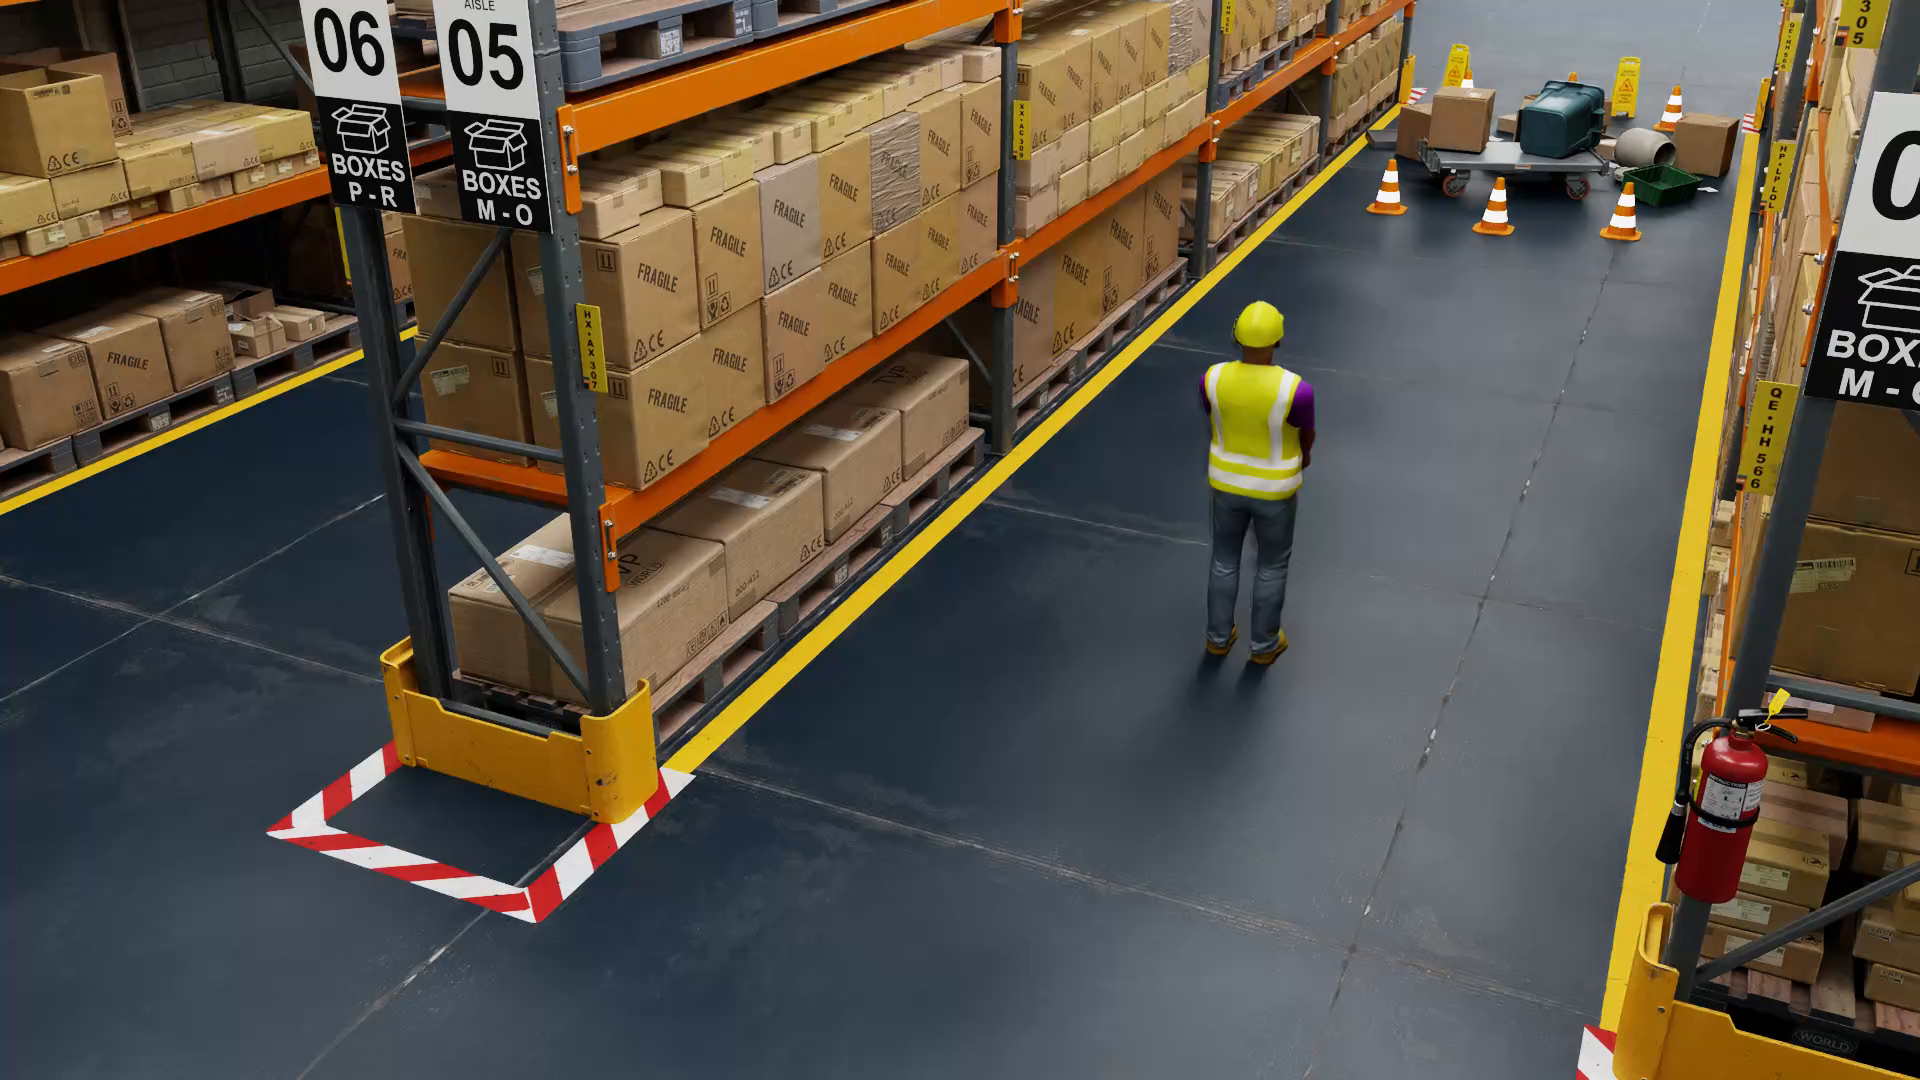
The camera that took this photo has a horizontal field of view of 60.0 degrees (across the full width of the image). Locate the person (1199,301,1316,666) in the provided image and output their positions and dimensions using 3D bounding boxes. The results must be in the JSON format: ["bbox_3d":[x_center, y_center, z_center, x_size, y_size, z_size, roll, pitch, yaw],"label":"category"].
[{"bbox_3d":[1.379,-0.290,7.681,0.510,1.767,0.575,12,29,24],"label":"person"}]
